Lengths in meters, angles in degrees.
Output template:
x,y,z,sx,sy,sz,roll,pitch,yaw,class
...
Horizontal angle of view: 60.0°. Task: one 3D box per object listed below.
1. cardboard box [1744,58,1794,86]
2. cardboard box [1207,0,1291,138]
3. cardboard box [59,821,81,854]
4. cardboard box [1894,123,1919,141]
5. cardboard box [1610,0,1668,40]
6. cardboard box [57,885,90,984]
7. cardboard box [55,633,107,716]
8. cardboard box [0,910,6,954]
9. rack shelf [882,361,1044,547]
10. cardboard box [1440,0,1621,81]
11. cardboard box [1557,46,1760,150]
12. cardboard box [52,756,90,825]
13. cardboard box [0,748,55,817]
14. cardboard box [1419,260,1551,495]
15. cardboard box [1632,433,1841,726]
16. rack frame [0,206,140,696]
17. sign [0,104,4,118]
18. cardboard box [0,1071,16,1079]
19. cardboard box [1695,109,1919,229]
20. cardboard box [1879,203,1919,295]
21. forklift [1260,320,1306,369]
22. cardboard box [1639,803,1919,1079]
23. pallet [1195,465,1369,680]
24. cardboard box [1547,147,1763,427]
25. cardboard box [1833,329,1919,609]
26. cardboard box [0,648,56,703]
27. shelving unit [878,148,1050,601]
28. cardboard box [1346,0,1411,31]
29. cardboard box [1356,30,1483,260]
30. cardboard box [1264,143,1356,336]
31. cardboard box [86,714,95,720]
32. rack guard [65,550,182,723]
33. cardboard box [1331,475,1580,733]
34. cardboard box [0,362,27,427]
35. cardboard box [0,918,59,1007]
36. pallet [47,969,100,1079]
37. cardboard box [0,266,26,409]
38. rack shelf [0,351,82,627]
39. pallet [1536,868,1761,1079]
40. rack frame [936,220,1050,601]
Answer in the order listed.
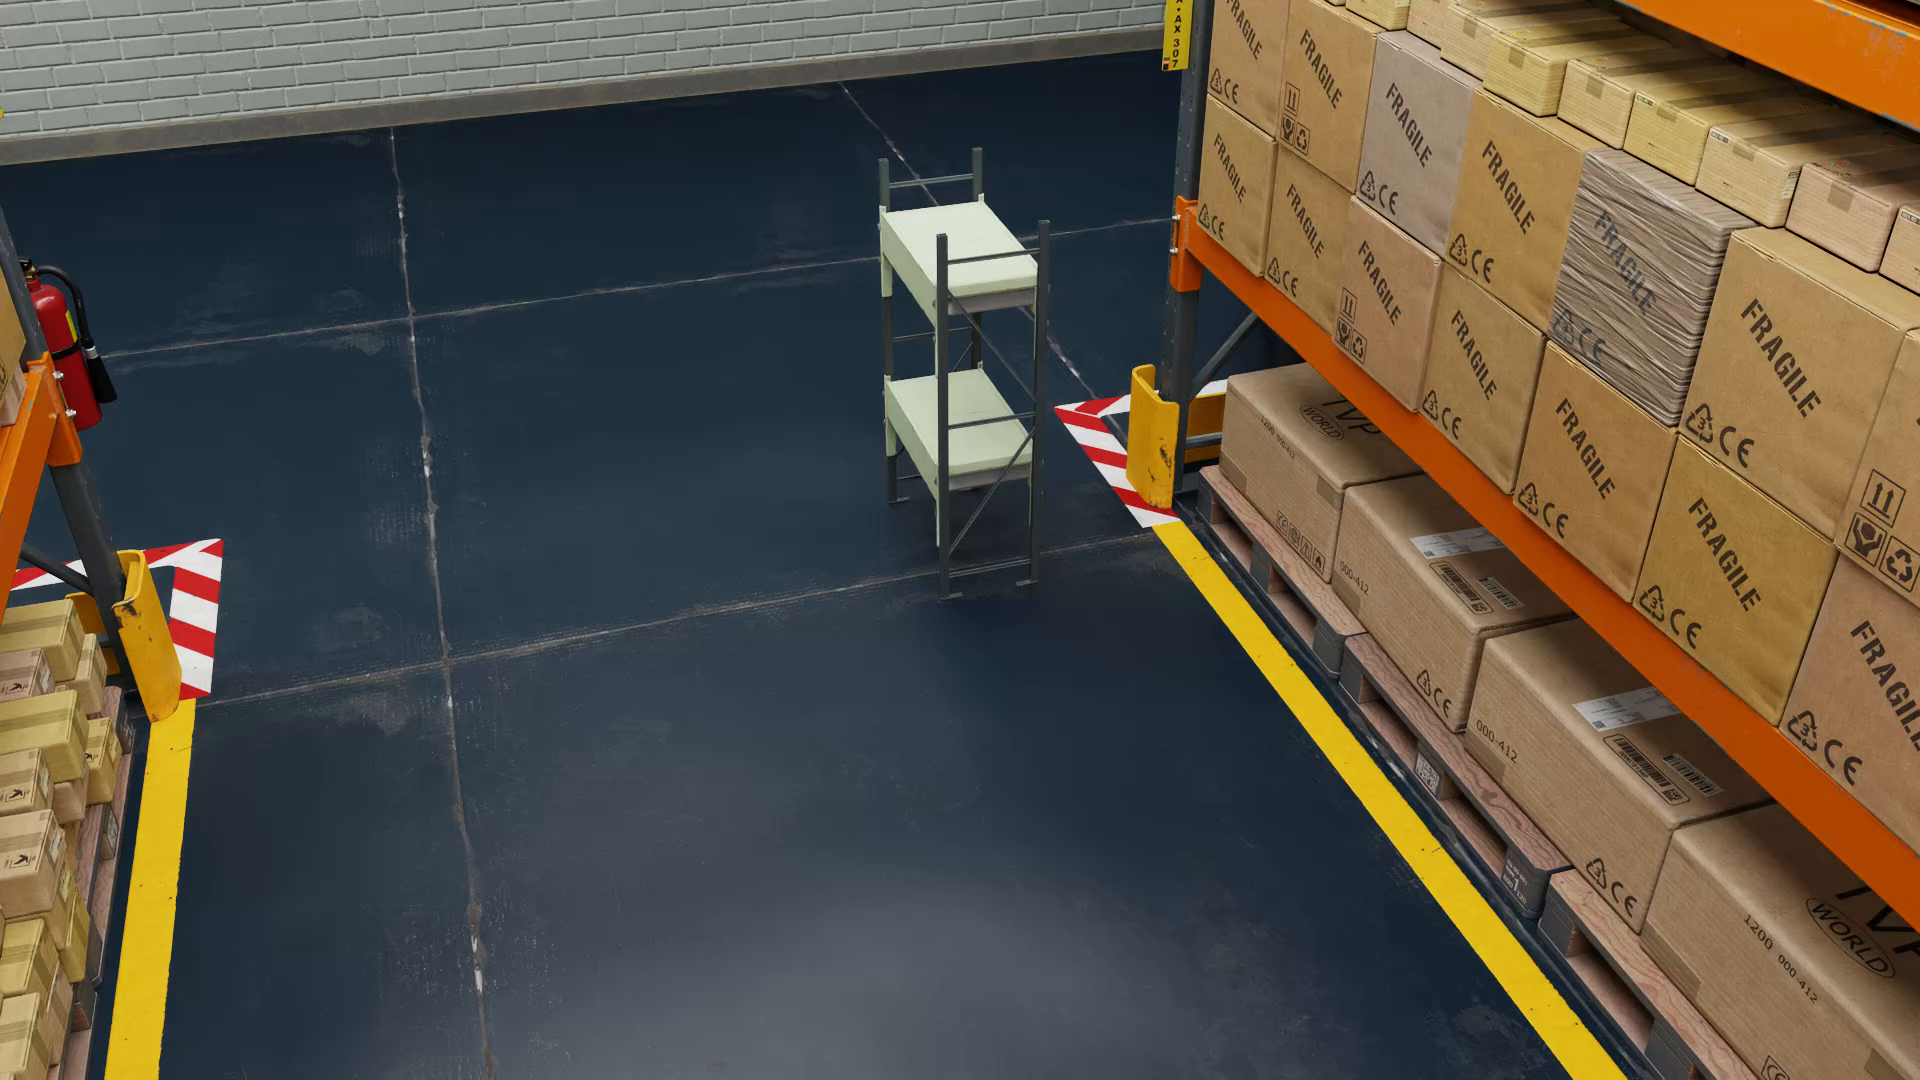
x,y,z,sx,sy,sz,roll,pitch,yaw,class
2.238,-1.188,4.242,0.380,0.149,0.250,-10,35,-15,cardboard box
1.189,-1.706,5.613,0.500,0.500,0.500,-11,35,-16,cardboard box
-2.837,0.865,4.925,0.380,0.149,0.250,-10,35,-15,cardboard box
2.402,-0.930,3.850,0.380,0.149,0.250,-11,35,-16,cardboard box
2.055,-1.461,4.654,0.380,0.149,0.250,-9,35,-14,cardboard box
-2.612,1.116,4.545,0.380,0.149,0.250,-12,35,-17,cardboard box
-2.937,0.458,5.271,0.380,0.149,0.250,-11,35,-16,cardboard box
-2.617,1.031,4.134,0.380,0.149,0.250,-11,35,-16,cardboard box
0.002,-0.350,6.511,0.431,0.370,0.720,-10,35,-15,rack shelf
1.540,-1.360,4.501,0.380,0.149,0.250,-10,35,-14,cardboard box
1.718,-1.093,4.097,0.380,0.149,0.250,-10,35,-15,cardboard box
-2.777,0.730,4.859,0.380,0.149,0.250,-11,35,-17,cardboard box
-2.726,0.743,4.570,0.380,0.149,0.250,-11,35,-17,cardboard box
1.674,-0.497,4.691,0.500,0.500,0.500,-9,34,-13,cardboard box
1.987,0.042,3.875,0.500,0.500,0.500,-11,35,-16,cardboard box
-3.370,-0.661,5.030,1.000,3.000,0.127,-10,35,-15,rack frame
-2.835,-1.359,4.749,0.100,0.325,0.005,-10,35,-15,sign
-2.384,1.411,3.828,0.380,0.149,0.250,-10,35,-15,cardboard box
1.888,-0.829,3.698,0.380,0.149,0.250,-10,35,-15,cardboard box
2.093,-0.574,3.311,0.380,0.149,0.250,-10,35,-15,cardboard box
2.988,-2.081,7.240,3.031,2.935,1.130,2,33,3,forklift
2.444,1.099,4.309,0.875,0.438,0.875,-11,35,-15,cardboard box
1.632,0.023,6.523,1.003,0.211,1.213,-10,35,-15,pallet
1.816,-0.640,4.001,0.500,0.500,0.500,-10,35,-14,cardboard box
2.127,-0.107,3.193,0.500,0.500,0.500,-10,35,-15,cardboard box
-2.945,0.482,4.966,0.380,0.149,0.250,-9,35,-14,cardboard box
0.002,-0.622,6.331,0.431,1.500,0.755,-10,35,-15,shelving unit
1.374,-1.627,4.905,0.380,0.149,0.250,-11,35,-16,cardboard box
1.517,-1.167,4.797,0.500,0.500,0.500,-10,35,-15,cardboard box
1.367,-1.027,5.493,0.500,0.500,0.500,-10,35,-15,cardboard box
-3.011,0.594,5.335,0.380,0.149,0.250,-9,35,-14,cardboard box
-3.347,0.421,5.659,1.175,0.500,0.348,-10,35,-15,rack guard
1.897,0.156,5.737,0.875,0.438,0.875,-9,35,-13,cardboard box
-3.001,-0.433,4.912,0.380,0.149,0.250,-10,35,-15,cardboard box
-2.546,1.138,4.242,0.380,0.149,0.250,-8,34,-12,cardboard box
-2.764,1.614,4.116,1.003,0.211,1.213,-10,35,-15,pallet
-2.988,-0.635,4.629,0.500,0.500,0.500,-9,35,-14,cardboard box
-2.760,0.689,3.639,1.077,0.370,4.000,-10,35,-15,rack shelf
2.376,1.304,4.585,1.003,0.211,1.213,-10,35,-15,pallet
0.114,-0.430,6.040,0.400,1.500,0.023,-10,35,-15,rack frame
